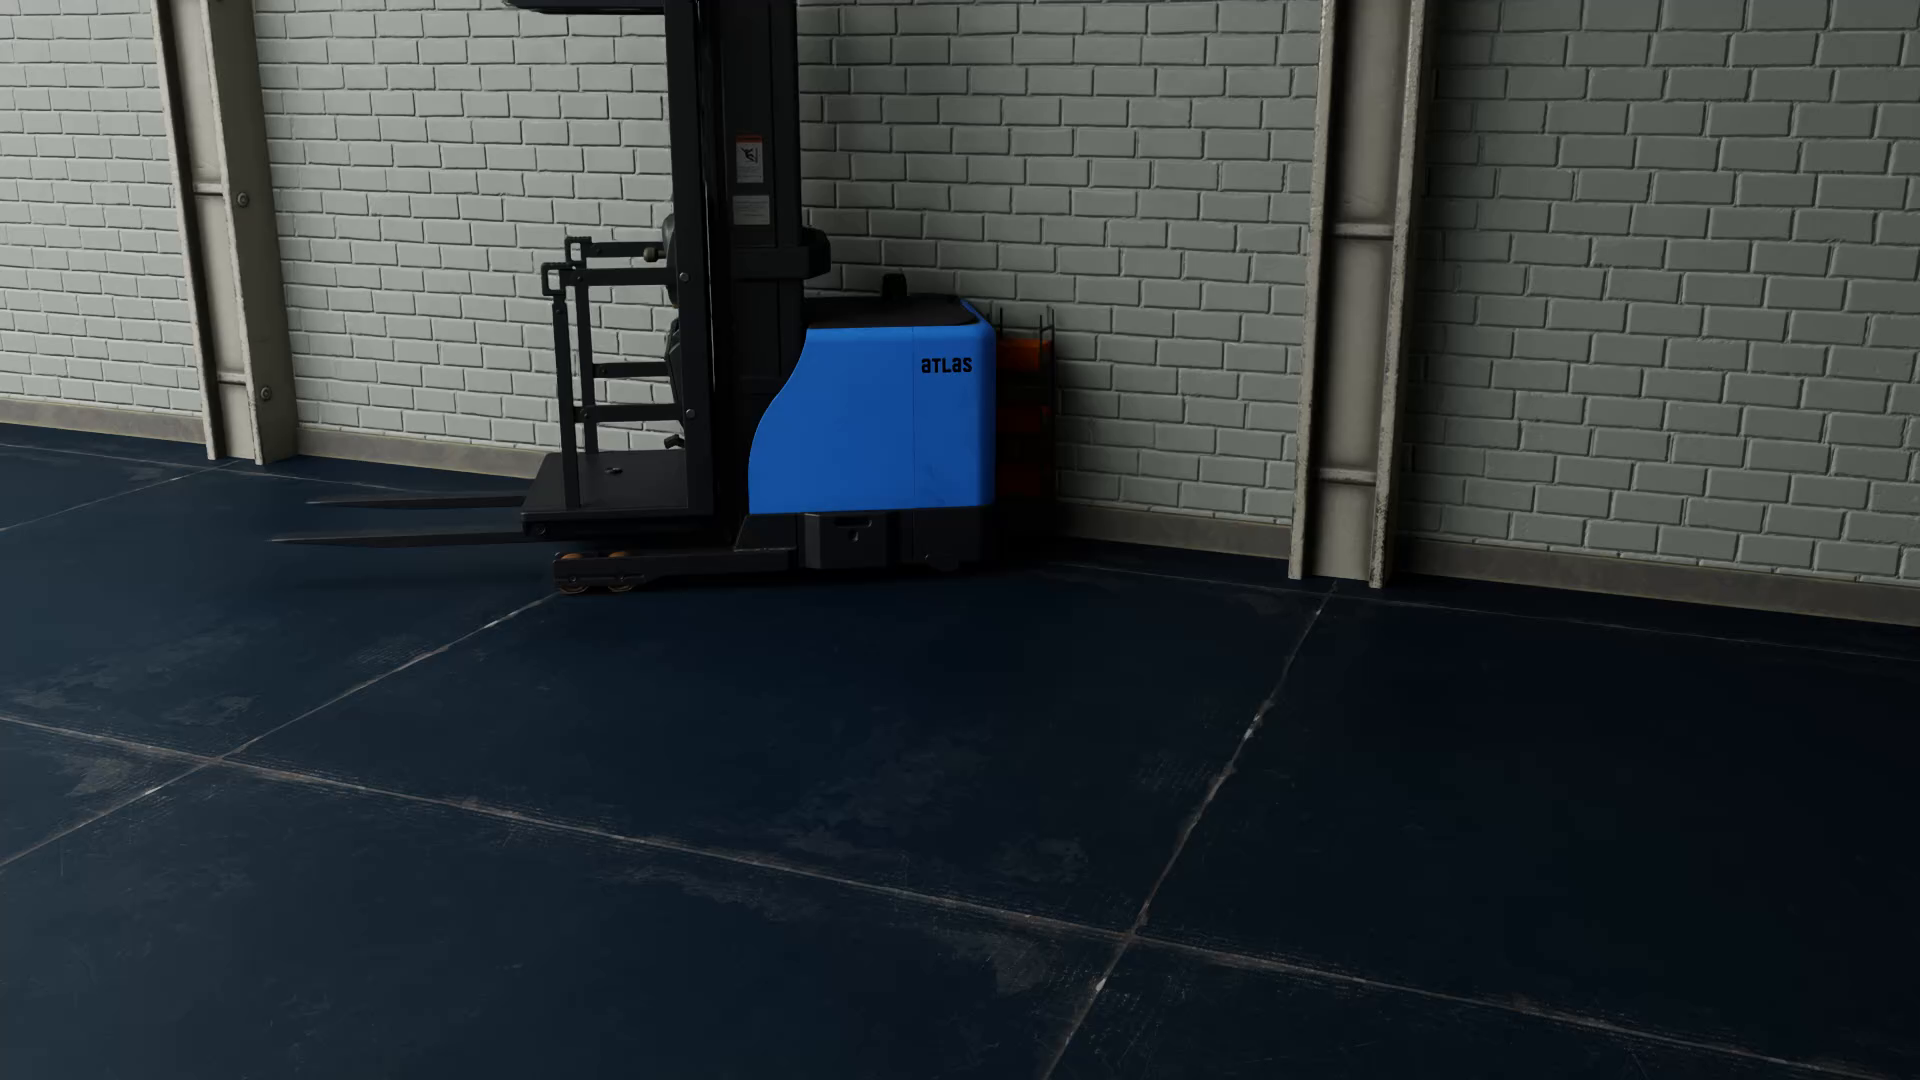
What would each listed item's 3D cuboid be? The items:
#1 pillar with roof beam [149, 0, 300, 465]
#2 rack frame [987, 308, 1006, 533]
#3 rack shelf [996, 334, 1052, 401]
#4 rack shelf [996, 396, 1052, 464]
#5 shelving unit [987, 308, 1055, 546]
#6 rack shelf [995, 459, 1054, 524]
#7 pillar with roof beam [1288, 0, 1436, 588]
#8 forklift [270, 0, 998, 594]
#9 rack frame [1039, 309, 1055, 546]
[{"bbox_3d":[-5.517,-3.675,4.193,0.400,9.000,9.100,6,17,21],"label":"pillar with roof beam"},{"bbox_3d":[0.166,-0.522,7.587,0.008,1.050,0.200,5,17,20],"label":"rack frame"},{"bbox_3d":[0.275,-0.776,7.472,0.240,0.259,0.215,5,17,20],"label":"rack shelf"},{"bbox_3d":[0.281,-0.502,7.548,0.240,0.259,0.215,5,17,20],"label":"rack shelf"},{"bbox_3d":[0.280,-0.513,7.545,0.252,1.050,0.215,5,17,20],"label":"shelving unit"},{"bbox_3d":[0.286,-0.235,7.623,0.240,0.259,0.215,5,17,20],"label":"rack shelf"},{"bbox_3d":[0.065,-3.061,2.078,0.400,9.000,9.100,6,17,21],"label":"pillar with roof beam"},{"bbox_3d":[-1.393,-1.340,7.032,3.031,2.935,1.130,-2,16,-7],"label":"forklift"},{"bbox_3d":[0.395,-0.503,7.504,0.008,1.050,0.200,5,17,20],"label":"rack frame"}]
